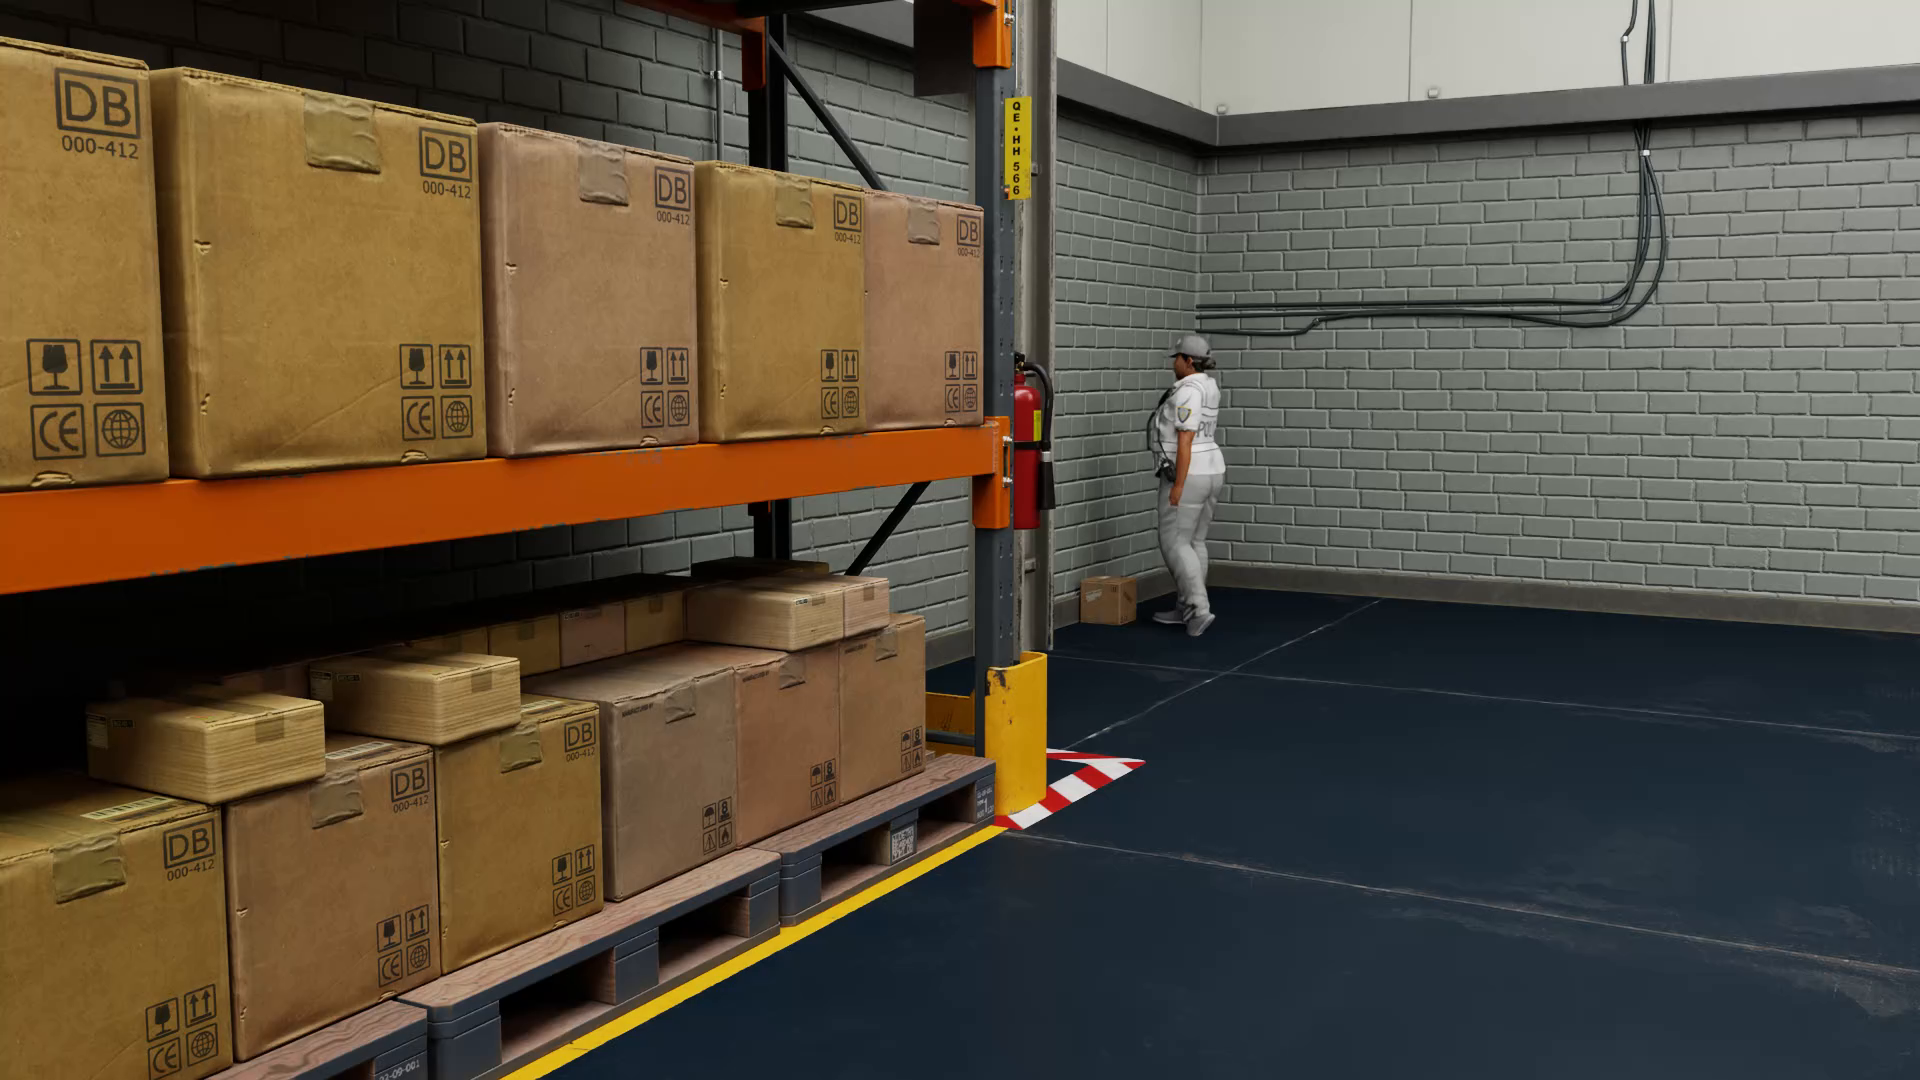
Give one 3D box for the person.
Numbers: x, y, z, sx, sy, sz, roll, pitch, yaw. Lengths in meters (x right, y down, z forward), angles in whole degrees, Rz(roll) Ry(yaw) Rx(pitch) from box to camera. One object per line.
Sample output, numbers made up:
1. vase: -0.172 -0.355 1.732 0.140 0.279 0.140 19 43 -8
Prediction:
1. person: 1.284 -0.291 9.428 0.453 1.733 0.492 3 7 29
